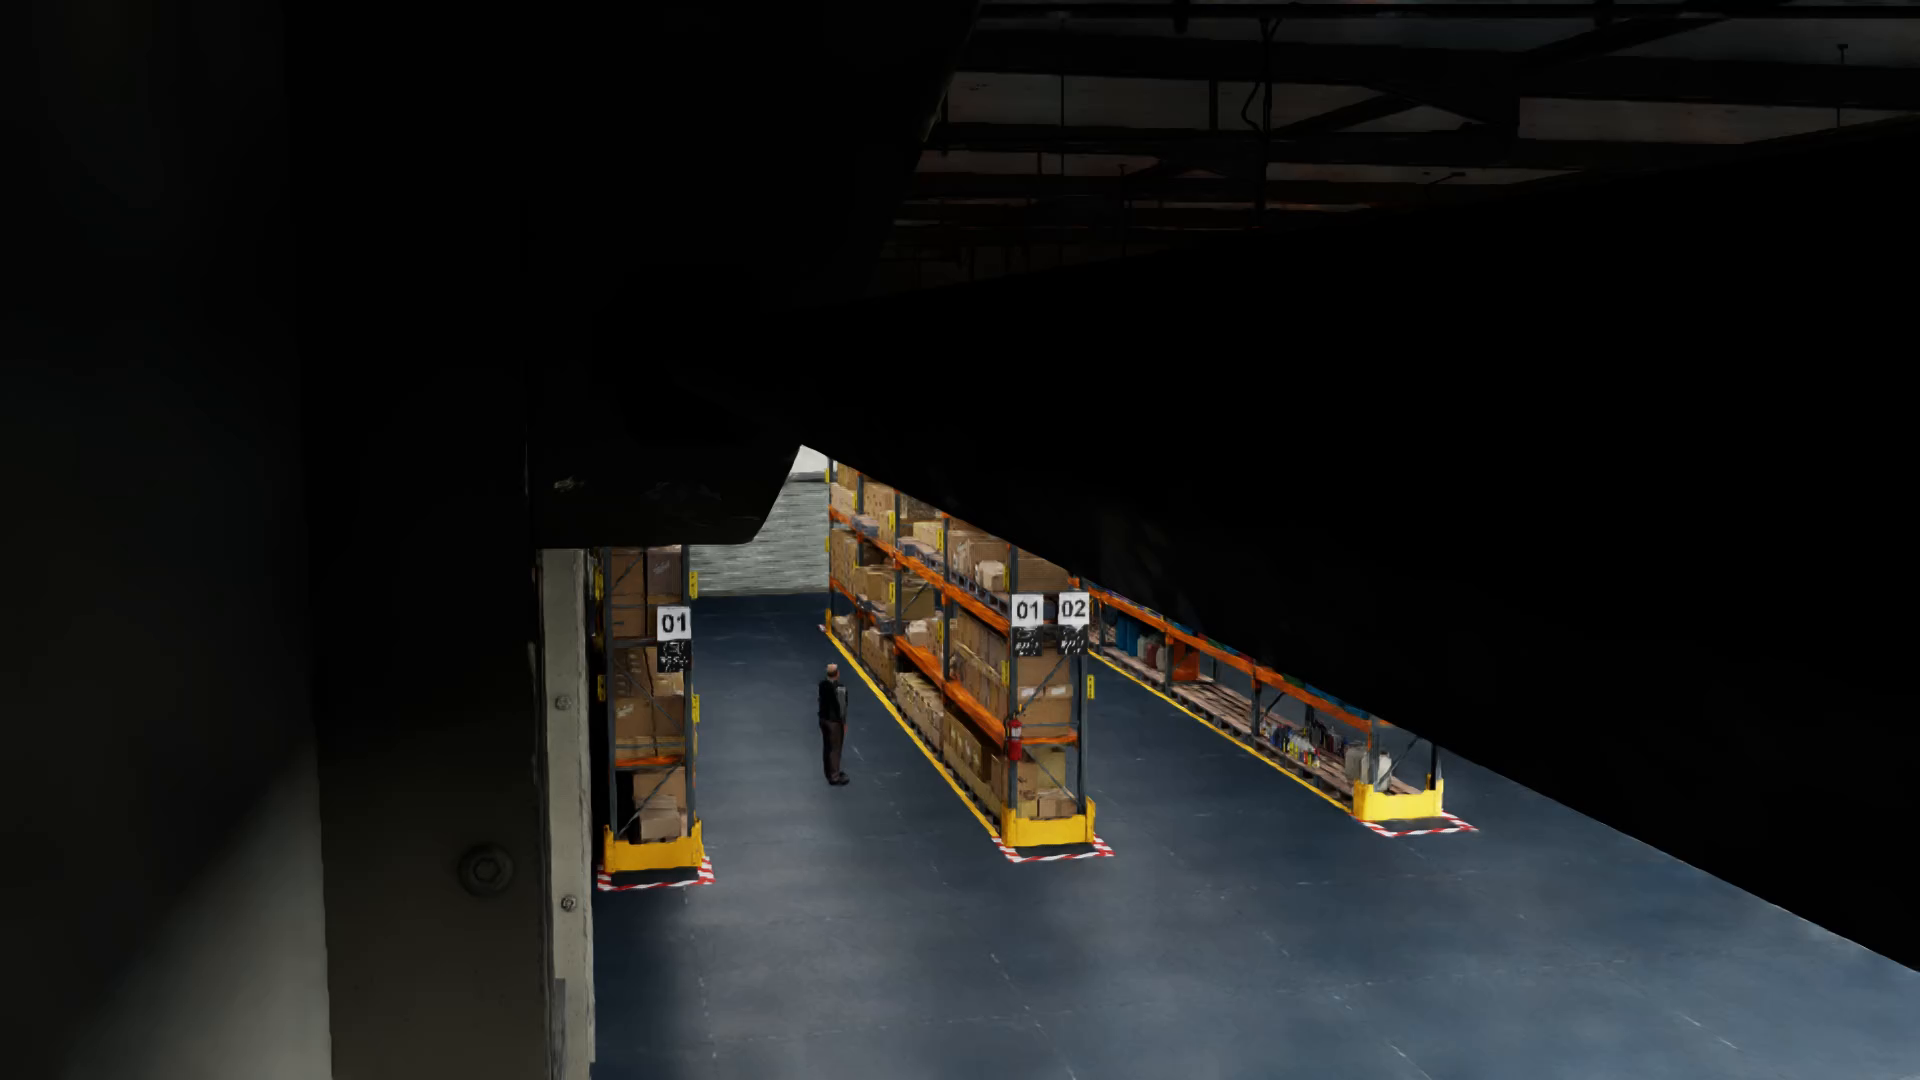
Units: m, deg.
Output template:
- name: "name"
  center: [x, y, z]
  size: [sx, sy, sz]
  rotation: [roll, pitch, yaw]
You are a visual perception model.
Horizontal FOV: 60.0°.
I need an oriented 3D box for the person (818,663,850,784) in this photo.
- name: "person"
  center: [-1.792, 2.619, 23.984]
  size: [0.450, 1.727, 0.584]
  rotation: [-6, 9, -42]
